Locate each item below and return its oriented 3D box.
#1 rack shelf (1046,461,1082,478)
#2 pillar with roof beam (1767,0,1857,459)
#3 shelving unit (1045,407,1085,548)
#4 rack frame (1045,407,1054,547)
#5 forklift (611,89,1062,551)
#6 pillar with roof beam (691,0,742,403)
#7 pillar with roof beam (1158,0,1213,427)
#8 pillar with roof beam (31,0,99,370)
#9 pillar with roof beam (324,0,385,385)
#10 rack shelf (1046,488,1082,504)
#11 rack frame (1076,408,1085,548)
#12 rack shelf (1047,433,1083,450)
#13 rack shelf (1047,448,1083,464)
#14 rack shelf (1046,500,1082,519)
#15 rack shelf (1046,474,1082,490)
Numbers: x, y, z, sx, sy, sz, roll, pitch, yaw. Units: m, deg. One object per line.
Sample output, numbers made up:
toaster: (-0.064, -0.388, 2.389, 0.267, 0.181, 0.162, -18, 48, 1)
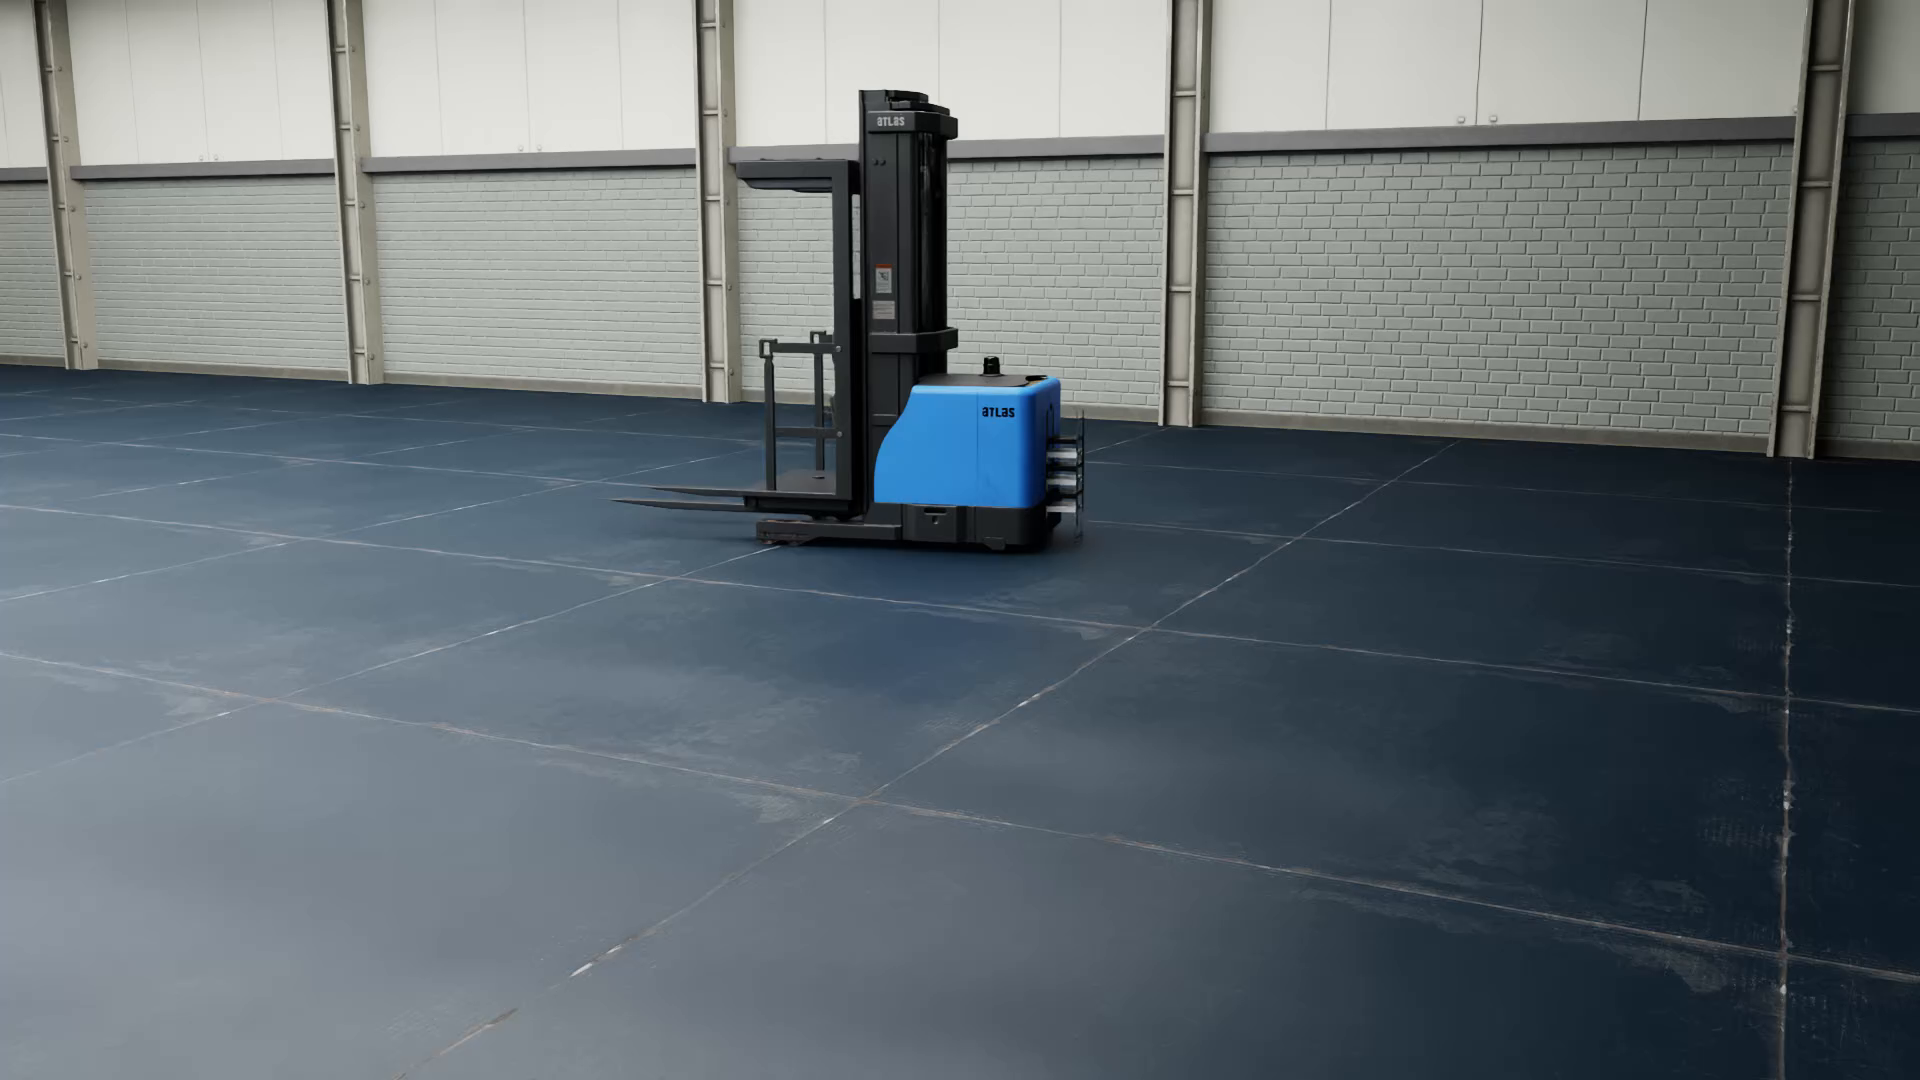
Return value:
rack shelf: (0.693, -0.469, 10.978, 0.200, 0.077, 0.258, 3, 11, 14)
pillar with roof beam: (5.883, -4.530, 10.992, 0.400, 9.000, 9.100, 5, 11, 26)
shelving unit: (0.693, -0.413, 10.988, 0.210, 0.900, 0.258, 3, 11, 14)
rack frame: (0.595, -0.418, 11.013, 0.006, 0.900, 0.240, 3, 11, 14)
forklift: (-0.871, -1.492, 11.244, 3.031, 2.935, 1.130, 3, 11, 14)
pillar with roof beam: (-4.878, -5.476, 16.217, 0.400, 9.000, 9.100, 5, 11, 26)
pillar with roof beam: (0.503, -5.003, 13.604, 0.400, 9.000, 9.100, 5, 11, 26)
pillar with roof beam: (-15.639, -6.421, 21.442, 0.400, 9.000, 9.100, 5, 11, 26)
pillar with roof beam: (-10.259, -5.948, 18.829, 0.400, 9.000, 9.100, 5, 11, 26)
rack shelf: (0.693, -0.292, 11.010, 0.200, 0.077, 0.258, 3, 11, 14)
rack frame: (0.792, -0.409, 10.963, 0.006, 0.900, 0.240, 3, 11, 14)
rack shelf: (0.693, -0.646, 10.946, 0.200, 0.077, 0.258, 3, 11, 14)
rack shelf: (0.693, -0.558, 10.962, 0.200, 0.077, 0.258, 3, 11, 14)
rack shelf: (0.693, -0.204, 11.026, 0.200, 0.077, 0.258, 3, 11, 14)
rack shelf: (0.693, -0.381, 10.994, 0.200, 0.077, 0.258, 3, 11, 14)
